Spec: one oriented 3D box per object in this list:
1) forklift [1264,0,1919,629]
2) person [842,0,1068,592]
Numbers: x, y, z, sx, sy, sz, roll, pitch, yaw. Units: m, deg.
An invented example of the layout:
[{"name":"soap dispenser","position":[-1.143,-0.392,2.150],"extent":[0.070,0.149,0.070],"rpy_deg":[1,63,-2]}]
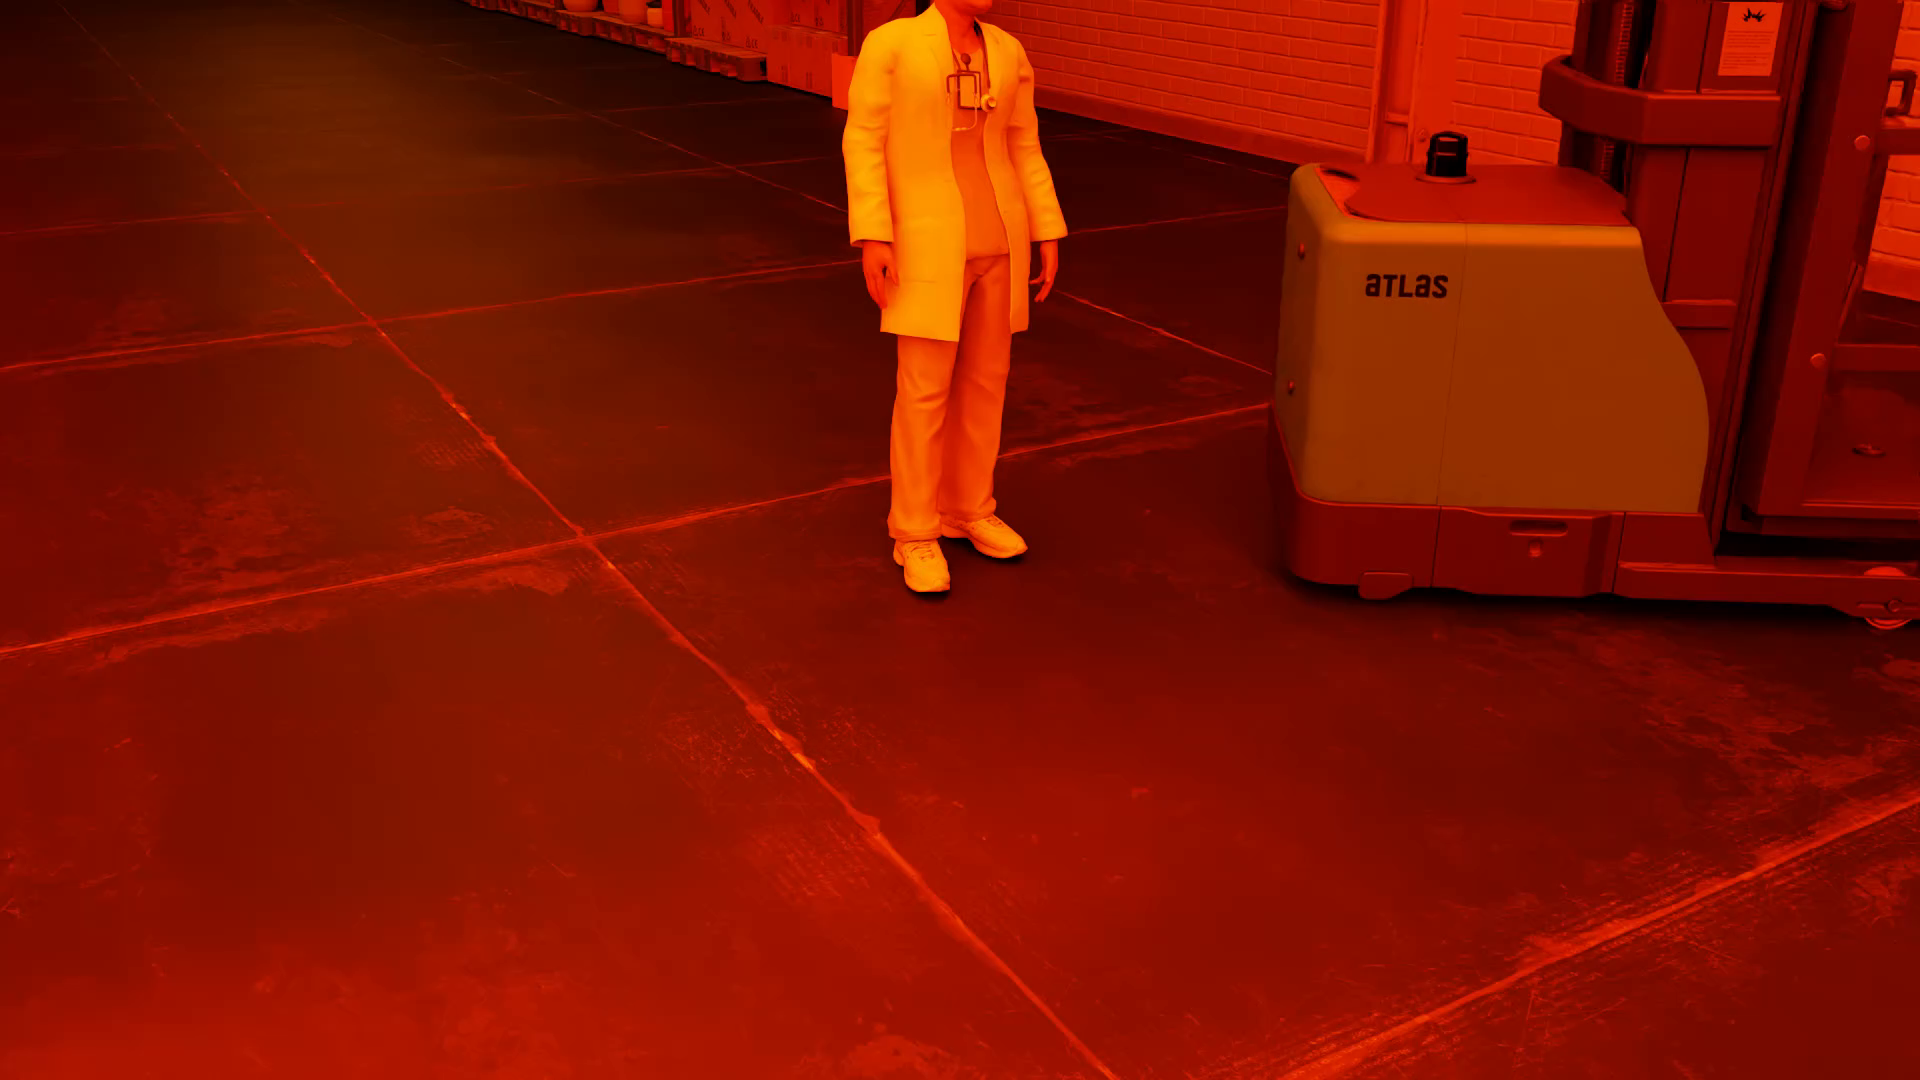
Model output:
[{"name":"forklift","position":[2.485,-1.318,4.486],"extent":[3.031,2.935,1.130],"rpy_deg":[2,22,4]},{"name":"person","position":[0.041,-0.799,4.720],"extent":[0.696,1.776,0.581],"rpy_deg":[-12,25,-28]}]
